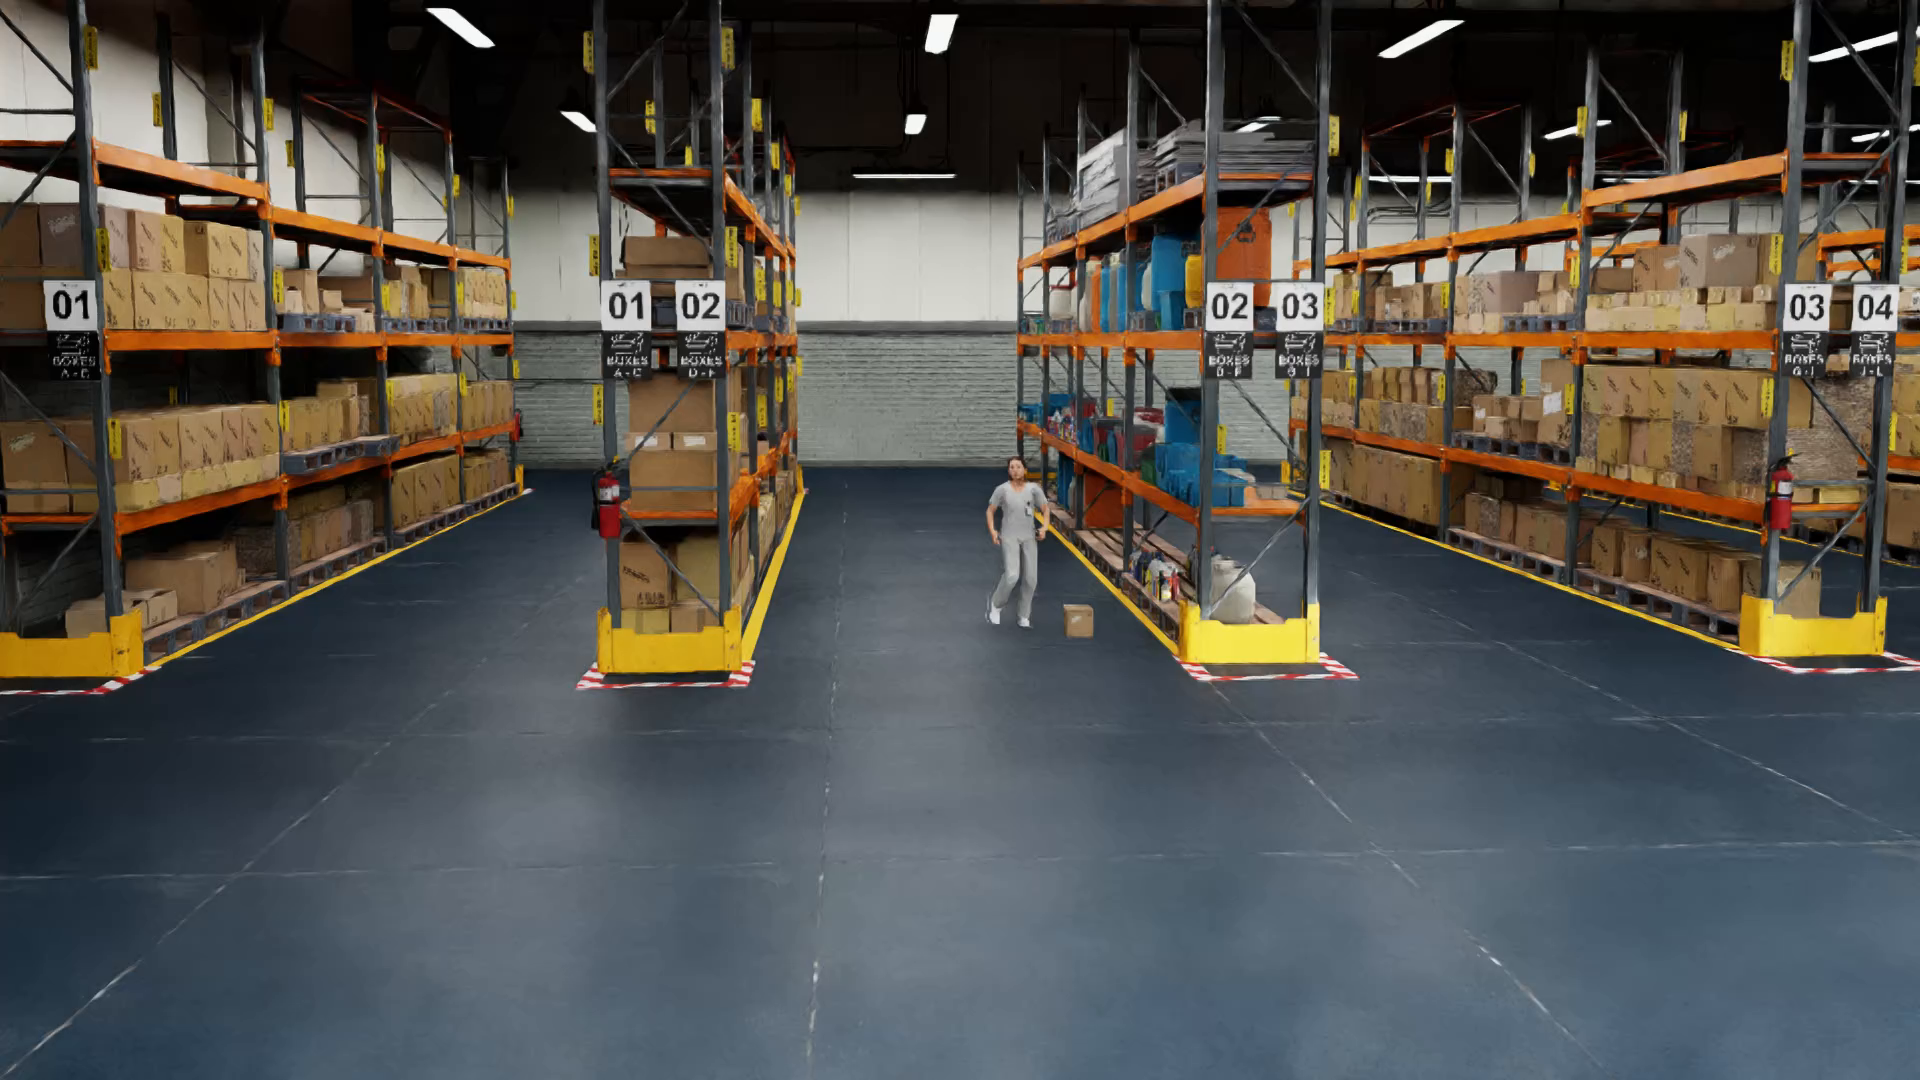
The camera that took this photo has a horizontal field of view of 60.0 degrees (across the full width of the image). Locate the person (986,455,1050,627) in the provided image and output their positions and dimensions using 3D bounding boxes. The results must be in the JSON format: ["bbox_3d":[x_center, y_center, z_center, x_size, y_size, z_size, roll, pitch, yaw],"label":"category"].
[{"bbox_3d":[0.585,0.017,15.811,0.607,1.630,0.462,-2,7,-14],"label":"person"}]
